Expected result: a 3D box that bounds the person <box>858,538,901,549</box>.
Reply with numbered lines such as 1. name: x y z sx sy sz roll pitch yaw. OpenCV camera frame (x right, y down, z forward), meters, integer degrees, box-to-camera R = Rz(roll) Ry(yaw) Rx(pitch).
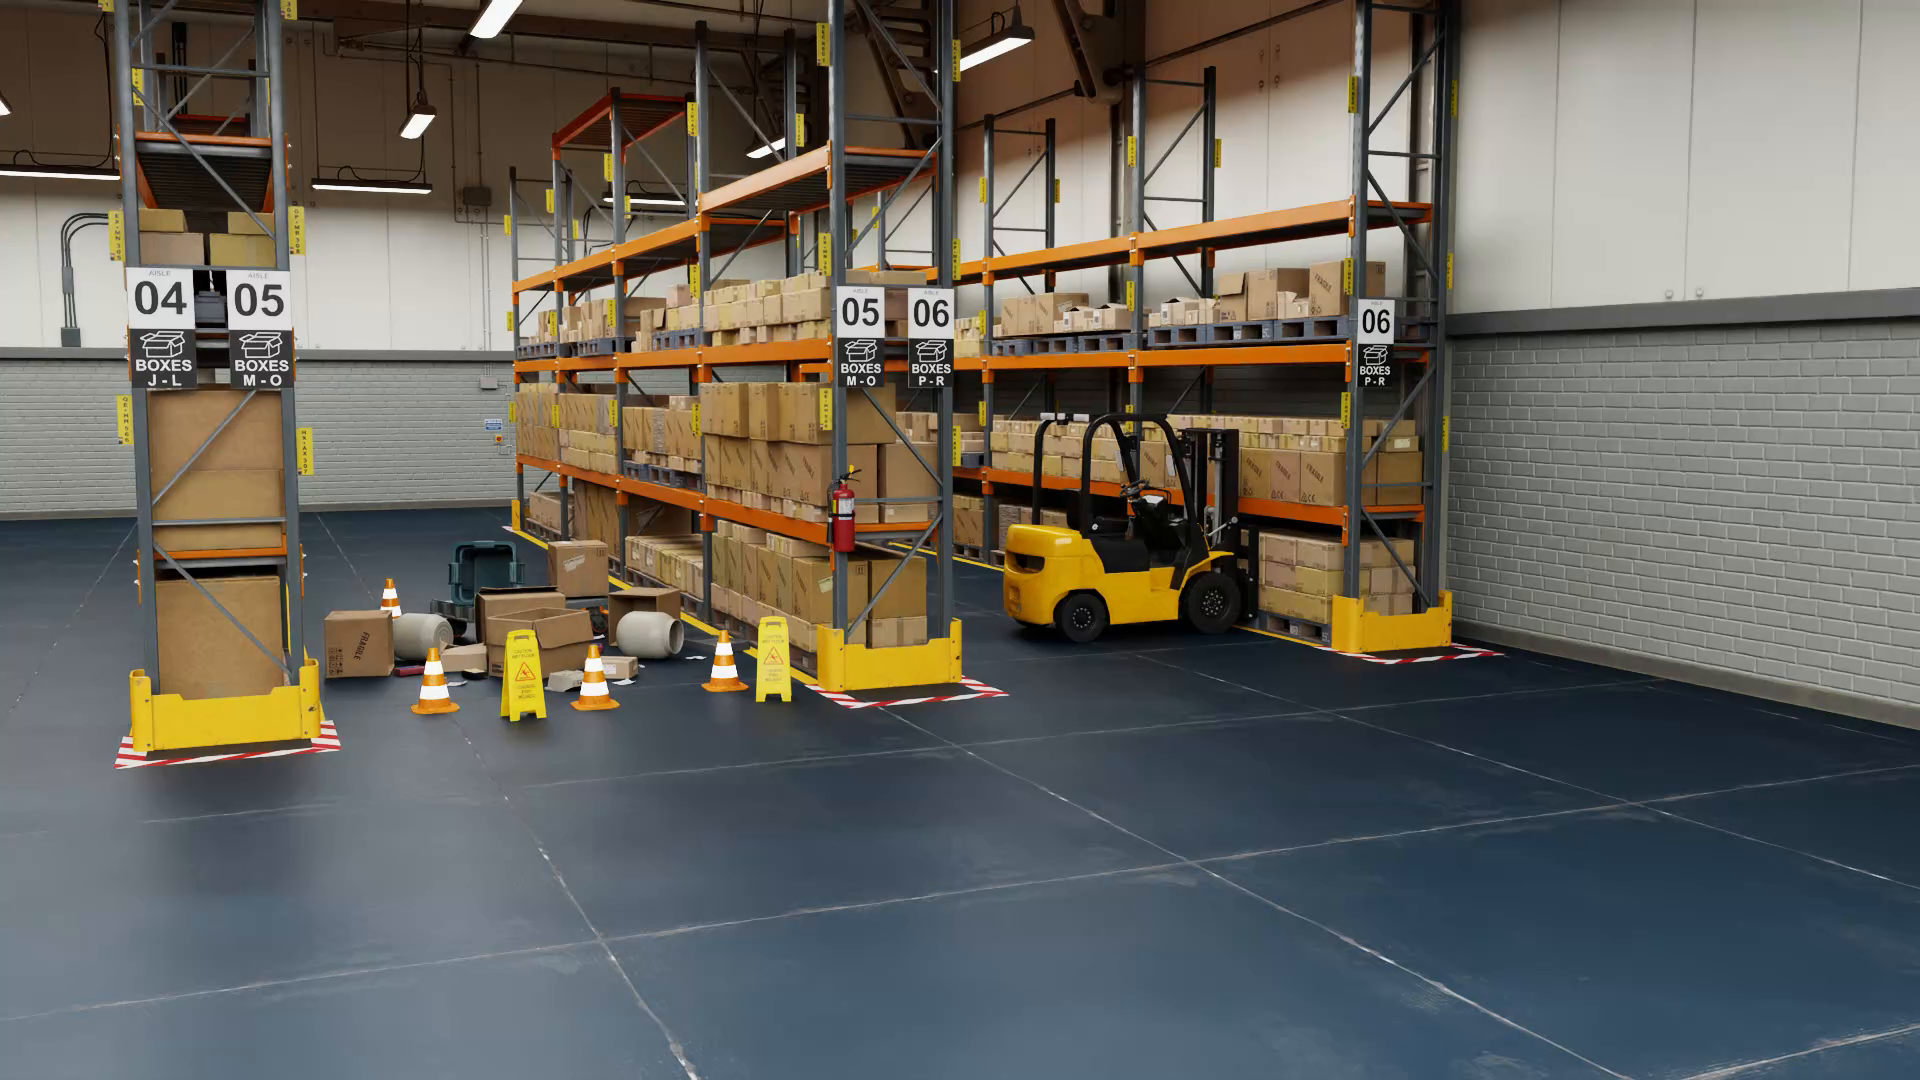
1. person: -0.979 -0.157 18.138 0.673 1.758 0.572 4 7 40
